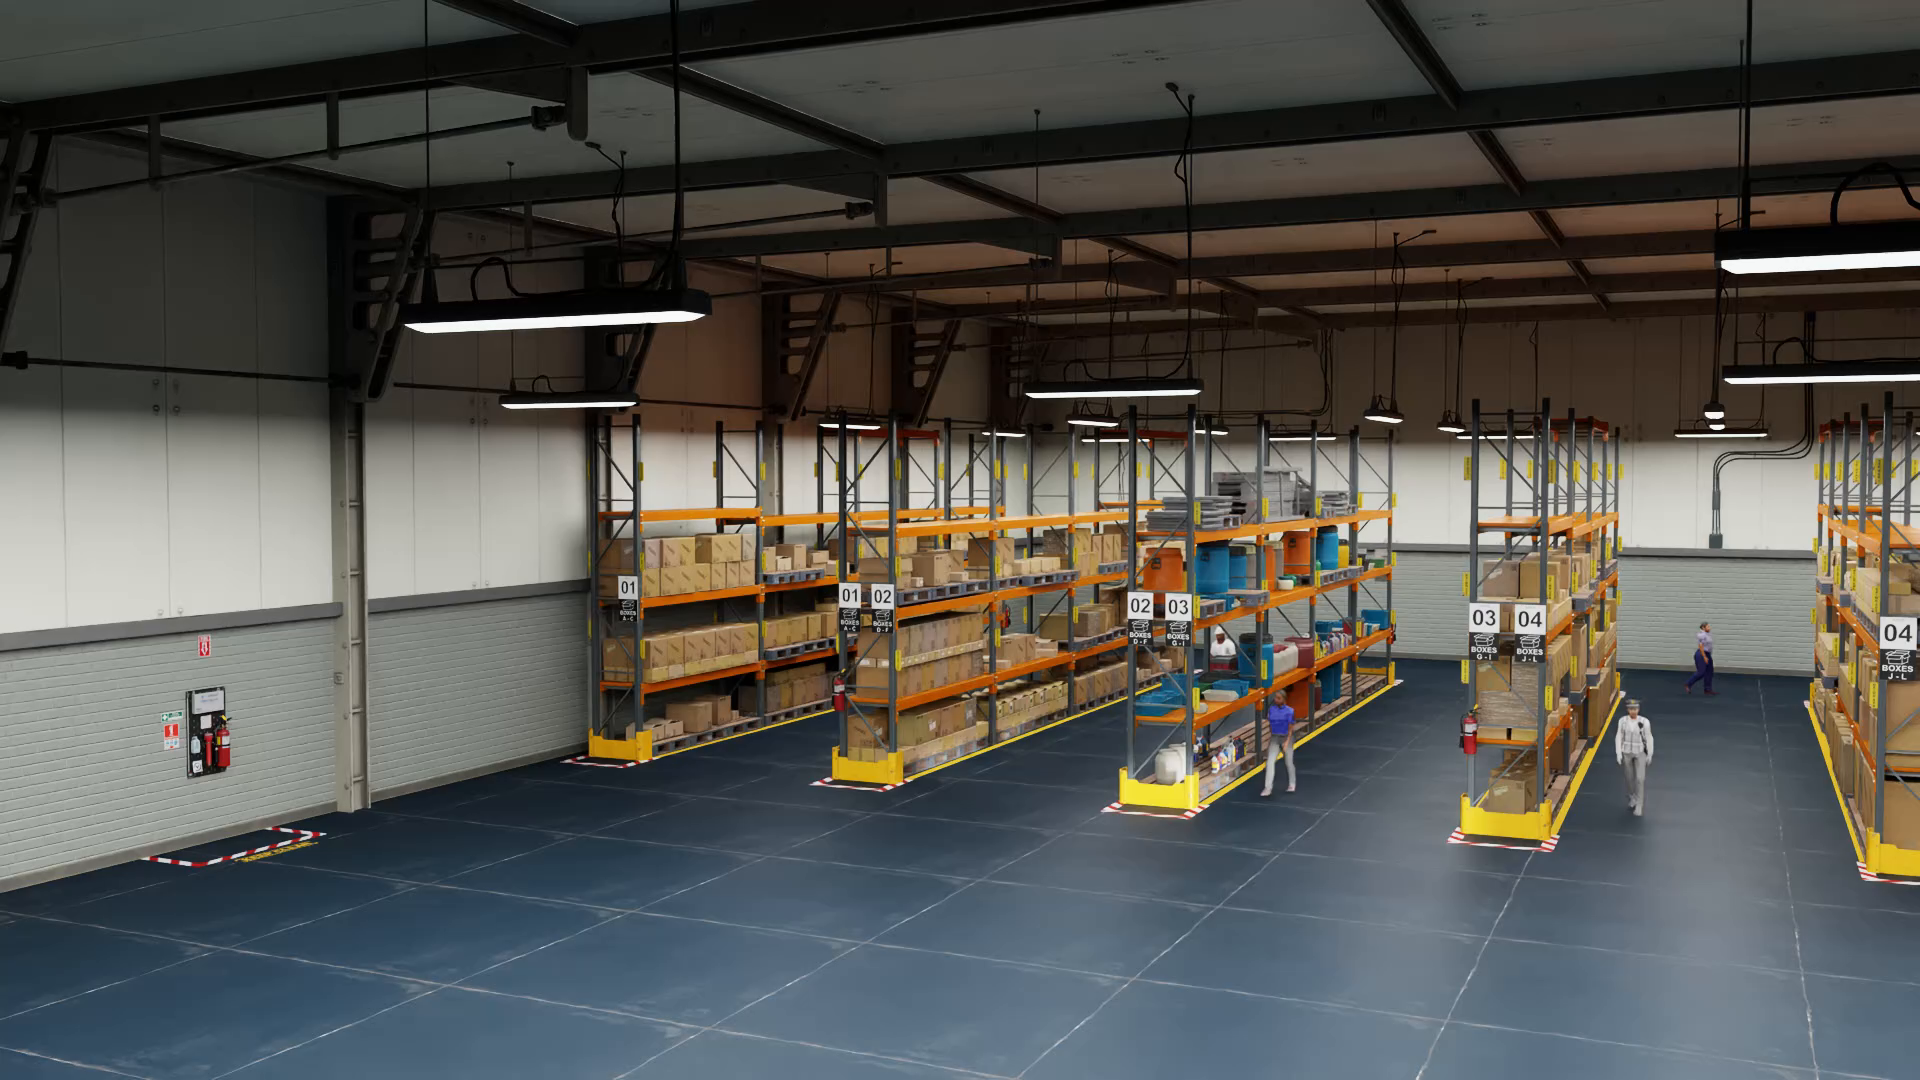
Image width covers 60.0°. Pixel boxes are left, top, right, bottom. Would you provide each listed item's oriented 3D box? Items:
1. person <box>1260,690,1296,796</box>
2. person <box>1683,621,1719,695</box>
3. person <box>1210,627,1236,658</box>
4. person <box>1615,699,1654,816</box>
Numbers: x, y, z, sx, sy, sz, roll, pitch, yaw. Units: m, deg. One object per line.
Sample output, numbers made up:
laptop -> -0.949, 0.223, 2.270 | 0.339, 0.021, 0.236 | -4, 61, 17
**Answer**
person -> 4.928, 3.119, 25.656 | 0.462, 1.607, 0.947 | 2, 3, 33
person -> 16.617, 2.639, 37.292 | 0.532, 1.643, 0.642 | -2, 3, -44
person -> 5.416, 2.686, 34.707 | 0.849, 1.739, 0.606 | -2, 3, -35
person -> 9.879, 3.152, 24.424 | 0.500, 1.637, 0.880 | 2, 3, 35
